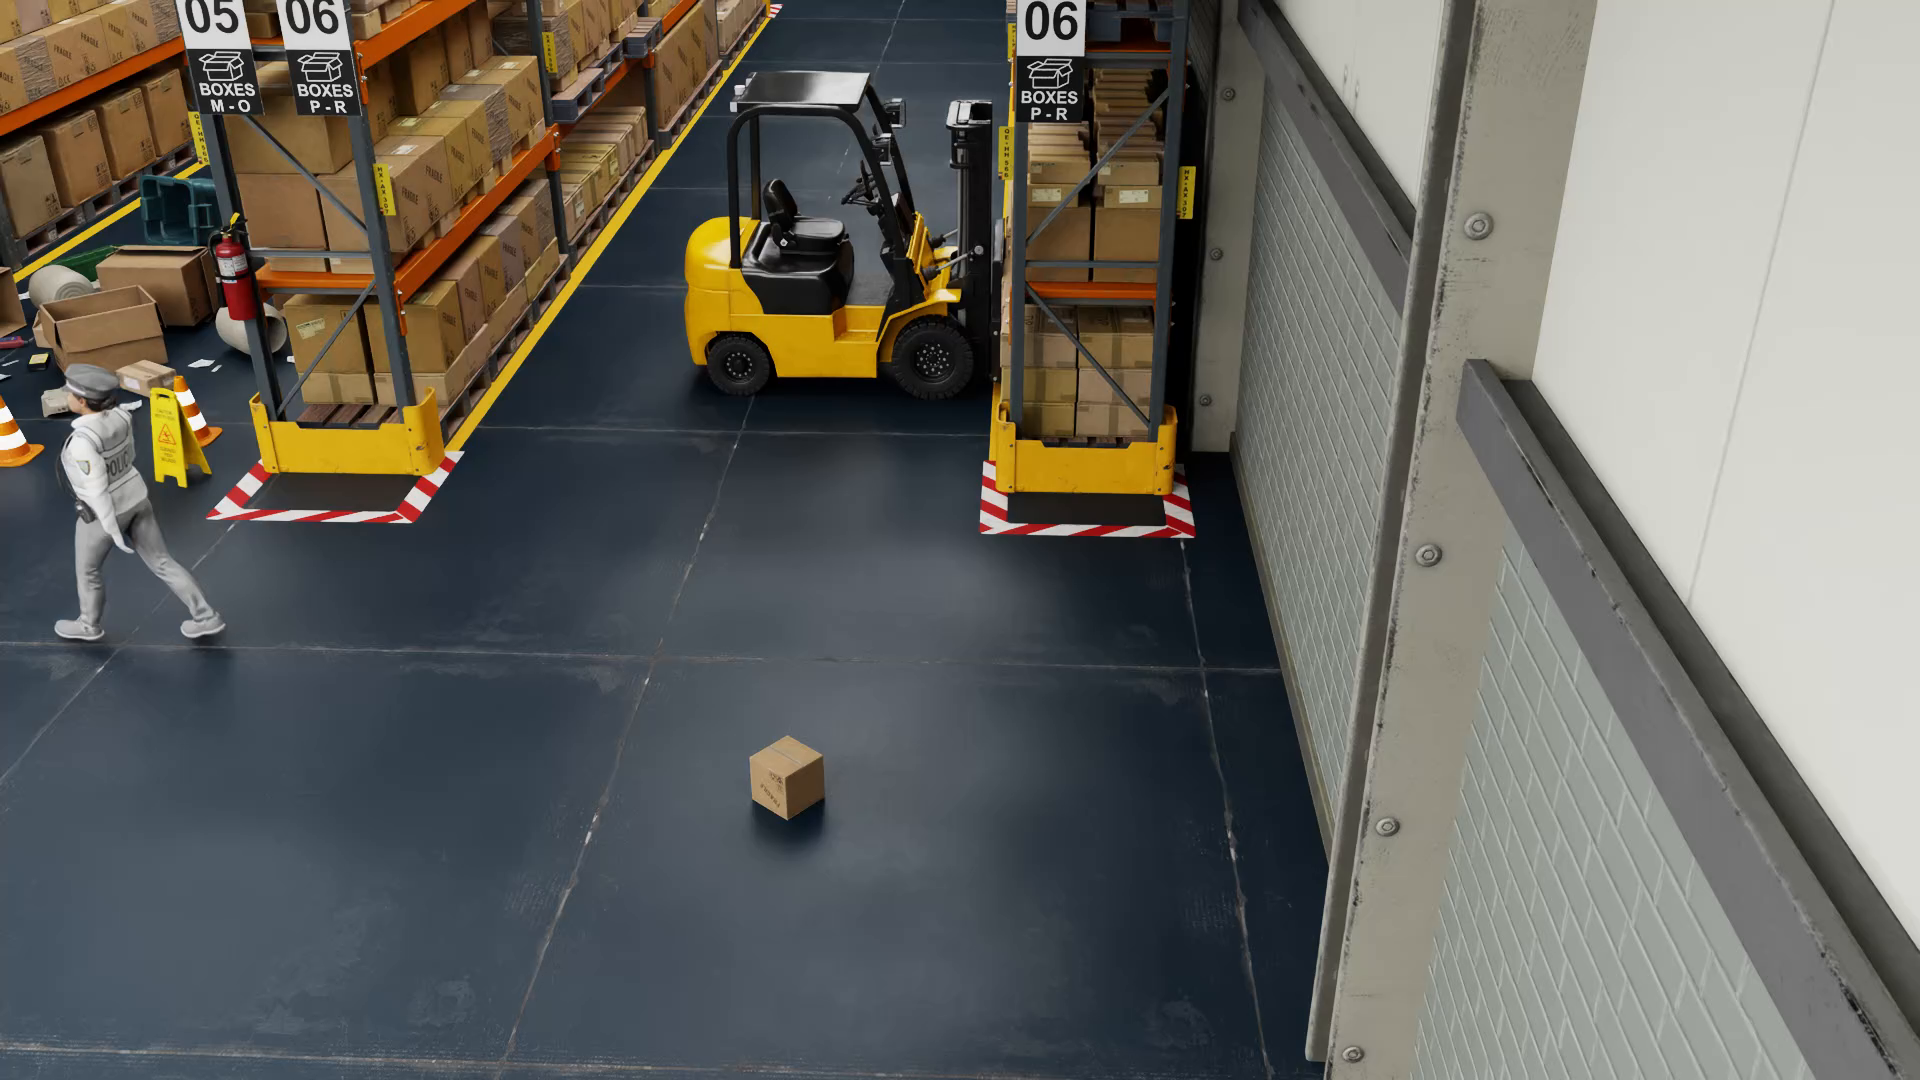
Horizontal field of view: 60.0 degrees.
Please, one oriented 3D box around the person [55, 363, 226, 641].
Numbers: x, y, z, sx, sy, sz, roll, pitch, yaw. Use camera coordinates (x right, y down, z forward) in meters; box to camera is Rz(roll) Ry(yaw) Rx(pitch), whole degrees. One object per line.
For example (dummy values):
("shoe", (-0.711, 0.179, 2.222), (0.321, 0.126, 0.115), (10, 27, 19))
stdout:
("person", (-4.566, -0.189, 8.932), (0.987, 1.637, 0.488), (7, 29, 13))
